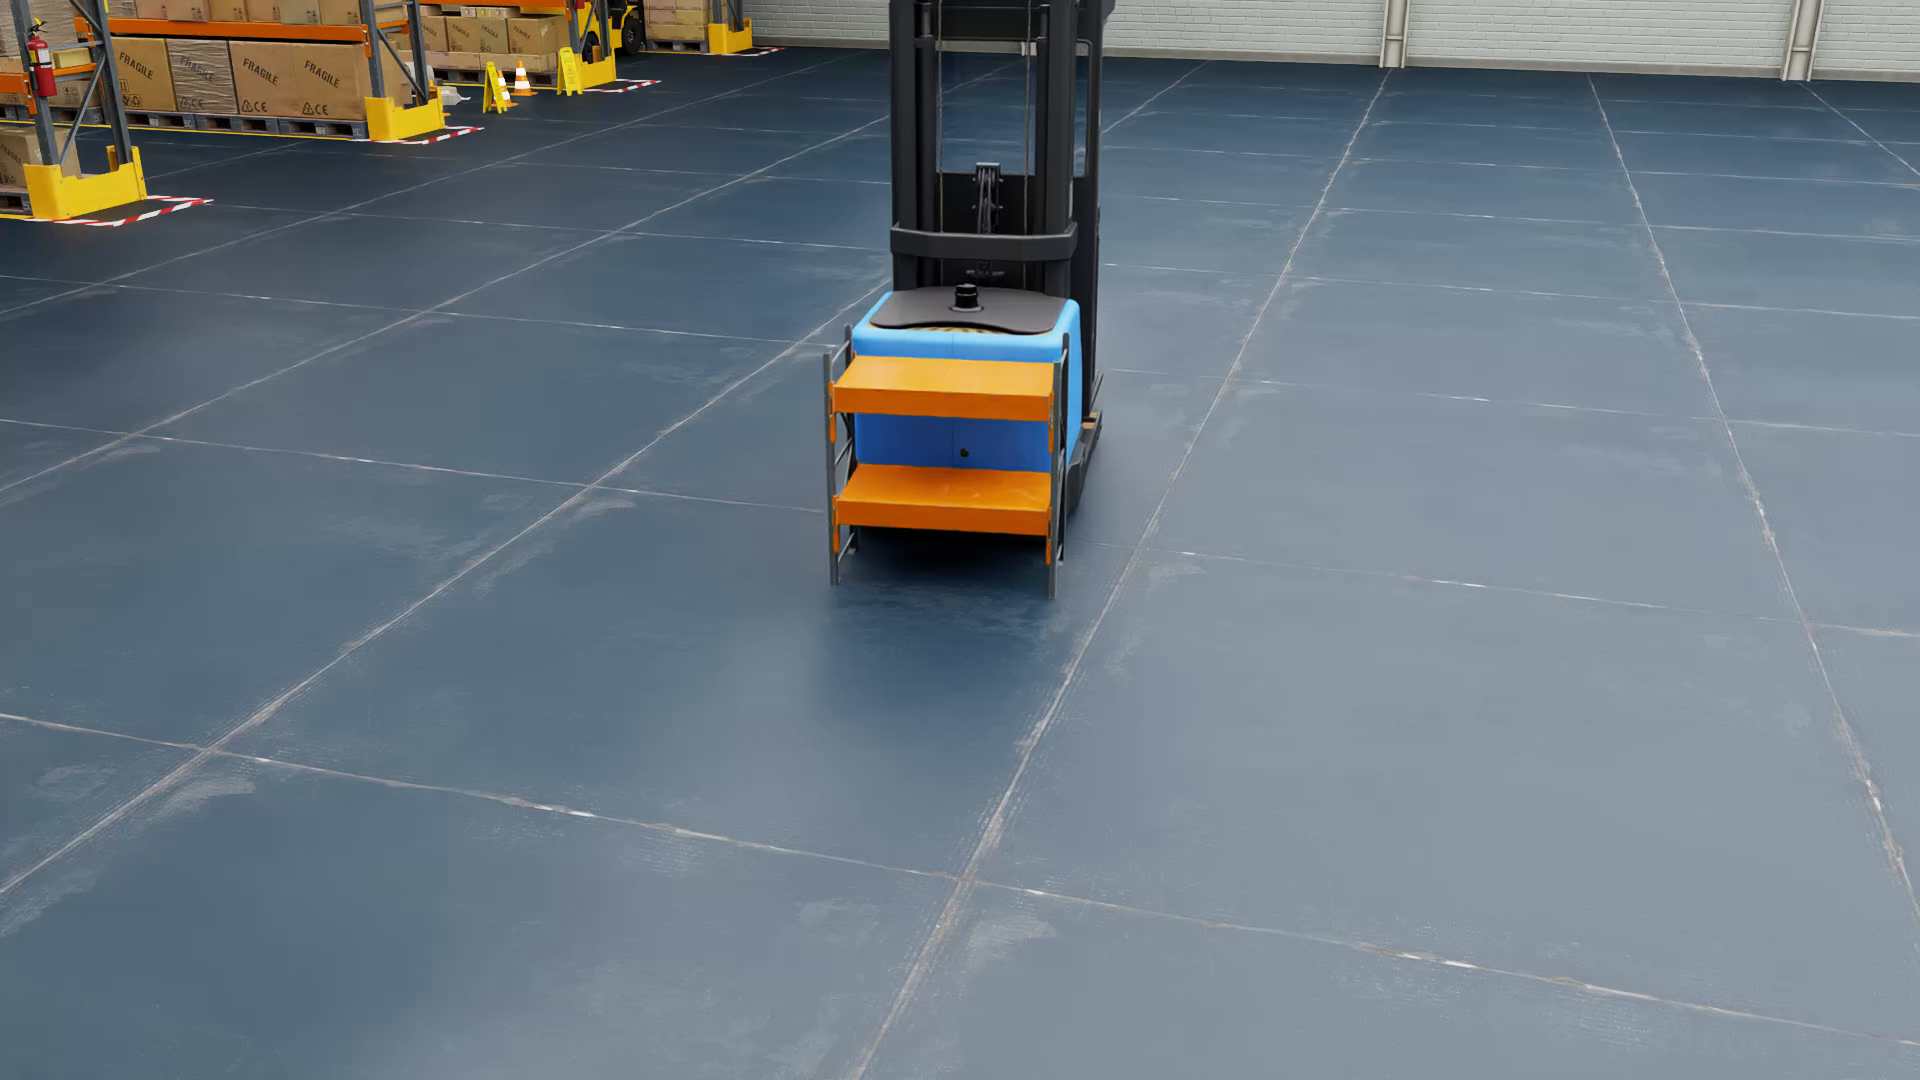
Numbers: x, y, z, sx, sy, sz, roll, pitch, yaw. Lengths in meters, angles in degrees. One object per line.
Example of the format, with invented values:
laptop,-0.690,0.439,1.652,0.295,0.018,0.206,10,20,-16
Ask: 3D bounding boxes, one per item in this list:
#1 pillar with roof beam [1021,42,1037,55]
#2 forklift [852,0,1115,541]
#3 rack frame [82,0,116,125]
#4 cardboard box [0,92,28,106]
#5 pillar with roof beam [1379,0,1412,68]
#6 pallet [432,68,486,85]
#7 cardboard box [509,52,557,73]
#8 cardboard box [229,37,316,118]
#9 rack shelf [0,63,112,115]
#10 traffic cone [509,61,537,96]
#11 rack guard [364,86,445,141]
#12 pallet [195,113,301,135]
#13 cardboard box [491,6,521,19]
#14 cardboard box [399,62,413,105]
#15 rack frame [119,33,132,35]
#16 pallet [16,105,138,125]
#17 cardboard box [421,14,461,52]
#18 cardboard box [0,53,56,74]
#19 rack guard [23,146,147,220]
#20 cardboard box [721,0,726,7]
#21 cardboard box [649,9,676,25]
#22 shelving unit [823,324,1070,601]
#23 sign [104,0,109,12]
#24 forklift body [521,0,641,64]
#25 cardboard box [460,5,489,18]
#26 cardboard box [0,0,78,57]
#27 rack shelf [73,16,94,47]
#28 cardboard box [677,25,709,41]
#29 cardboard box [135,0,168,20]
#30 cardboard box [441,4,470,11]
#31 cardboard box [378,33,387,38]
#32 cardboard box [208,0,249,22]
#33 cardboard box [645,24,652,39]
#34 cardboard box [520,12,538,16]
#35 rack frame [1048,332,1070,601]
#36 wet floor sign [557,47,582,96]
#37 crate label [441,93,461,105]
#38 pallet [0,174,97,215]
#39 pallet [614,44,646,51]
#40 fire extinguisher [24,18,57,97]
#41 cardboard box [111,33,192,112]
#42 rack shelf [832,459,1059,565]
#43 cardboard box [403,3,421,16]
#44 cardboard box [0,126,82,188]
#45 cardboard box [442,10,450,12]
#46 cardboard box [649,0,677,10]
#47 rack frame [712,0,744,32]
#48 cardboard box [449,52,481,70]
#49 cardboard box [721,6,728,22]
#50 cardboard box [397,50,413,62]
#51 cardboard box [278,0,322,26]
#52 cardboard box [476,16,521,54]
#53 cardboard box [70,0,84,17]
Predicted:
pillar with roof beam,0.044,-10.964,23.141,0.400,9.000,9.100,7,23,16
forklift,0.225,-1.879,8.990,1.130,2.935,3.031,4,23,9
rack frame,-10.643,-6.831,20.971,0.127,3.000,1.000,7,23,16
cardboard box,-12.186,-6.127,21.666,0.750,0.750,1.050,7,23,15
pillar with roof beam,5.788,-10.306,21.537,0.400,9.000,9.100,7,23,16
pallet,-7.485,-7.157,25.440,1.213,0.211,1.003,7,23,16
cardboard box,-6.355,-7.118,24.740,0.500,0.250,0.500,6,23,15
cardboard box,-8.325,-5.750,20.582,0.875,0.875,0.875,6,23,15
rack shelf,-10.258,-4.488,16.207,4.000,0.370,1.077,7,23,16
traffic cone,-6.265,-6.607,23.768,0.334,0.463,0.336,7,23,16
rack guard,-6.791,-5.234,20.370,0.348,0.500,1.175,7,23,16
pallet,-8.766,-5.296,20.904,1.213,0.211,1.003,7,23,15
cardboard box,-6.694,-7.781,24.512,0.250,0.149,0.380,7,23,17
cardboard box,-7.893,-6.320,23.015,0.637,0.503,0.797,-9,24,-21
rack frame,-13.139,-9.079,26.452,0.127,3.000,1.000,7,23,16
pallet,-11.404,-5.598,21.640,1.213,0.211,1.003,7,23,16
cardboard box,-7.811,-7.635,25.013,0.500,0.500,0.500,8,24,18
cardboard box,-8.676,-4.442,15.477,0.250,0.149,0.380,7,23,16
rack guard,-8.416,-3.454,16.031,0.348,0.500,1.175,7,23,16
cardboard box,-4.456,-9.512,29.260,0.500,0.250,0.500,6,23,15
cardboard box,-5.084,-9.158,29.056,0.500,0.250,0.500,6,23,15
shelving unit,-0.050,-0.365,7.679,1.048,1.125,0.538,3,23,8
sign,-8.186,-5.199,15.852,0.005,0.325,0.100,7,23,16
forklift body,-6.393,-9.159,27.763,1.214,2.155,2.313,7,23,16
cardboard box,-7.185,-7.839,24.654,0.250,0.149,0.380,8,23,18
cardboard box,-8.862,-4.856,15.632,0.500,0.500,0.875,7,23,16
rack shelf,-12.558,-6.718,21.642,4.000,0.370,1.077,7,23,16
cardboard box,-4.591,-8.865,28.999,0.500,0.250,0.500,7,23,16
cardboard box,-9.753,-6.813,20.728,0.550,0.550,0.875,7,23,16
cardboard box,-9.123,-9.681,30.495,0.625,0.625,0.875,6,23,15
cardboard box,-8.823,-7.747,25.286,0.500,0.500,0.500,8,24,18
cardboard box,-8.734,-6.689,20.427,0.500,0.550,0.875,7,23,16
cardboard box,-5.541,-8.981,29.282,0.500,0.250,0.500,7,23,16
cardboard box,-6.698,-7.719,25.216,0.500,0.500,0.500,6,23,14
rack frame,0.453,-0.338,7.611,0.032,1.125,0.500,3,23,8
wet floor sign,-5.608,-6.704,23.762,0.232,0.644,0.267,16,27,34
crate label,-7.030,-6.079,22.911,0.298,0.136,0.250,-5,23,-12
pallet,-9.183,-3.422,16.334,1.213,0.211,1.003,7,23,16
pallet,-5.959,-8.919,29.736,1.213,0.211,1.003,7,23,15
fire extinguisher,-8.367,-4.386,15.112,0.183,0.674,0.296,7,23,16
cardboard box,-10.061,-5.948,21.065,0.875,0.875,0.875,7,23,16
rack shelf,-0.050,-0.139,7.772,1.000,0.278,0.538,3,23,8
cardboard box,-8.228,-7.956,24.941,0.250,0.149,0.380,7,23,18
cardboard box,-8.936,-3.714,16.113,0.500,0.500,0.500,11,25,25
cardboard box,-8.179,-7.888,25.628,0.500,0.500,0.500,7,23,16
cardboard box,-5.072,-9.382,28.942,0.500,0.250,0.500,7,23,16
rack frame,-4.050,-10.006,28.712,0.127,3.000,1.000,7,23,16
cardboard box,-7.328,-7.230,25.014,0.500,0.250,0.500,6,23,14
cardboard box,-4.440,-9.287,29.368,0.500,0.250,0.500,7,23,16
cardboard box,-8.309,-7.346,25.296,0.500,0.250,0.500,8,24,19
cardboard box,-7.715,-6.539,20.061,0.550,0.550,0.875,7,23,16
cardboard box,-6.823,-7.521,24.733,0.500,0.500,0.500,7,23,17
cardboard box,-11.220,-6.838,20.855,0.500,0.500,0.500,6,23,15
